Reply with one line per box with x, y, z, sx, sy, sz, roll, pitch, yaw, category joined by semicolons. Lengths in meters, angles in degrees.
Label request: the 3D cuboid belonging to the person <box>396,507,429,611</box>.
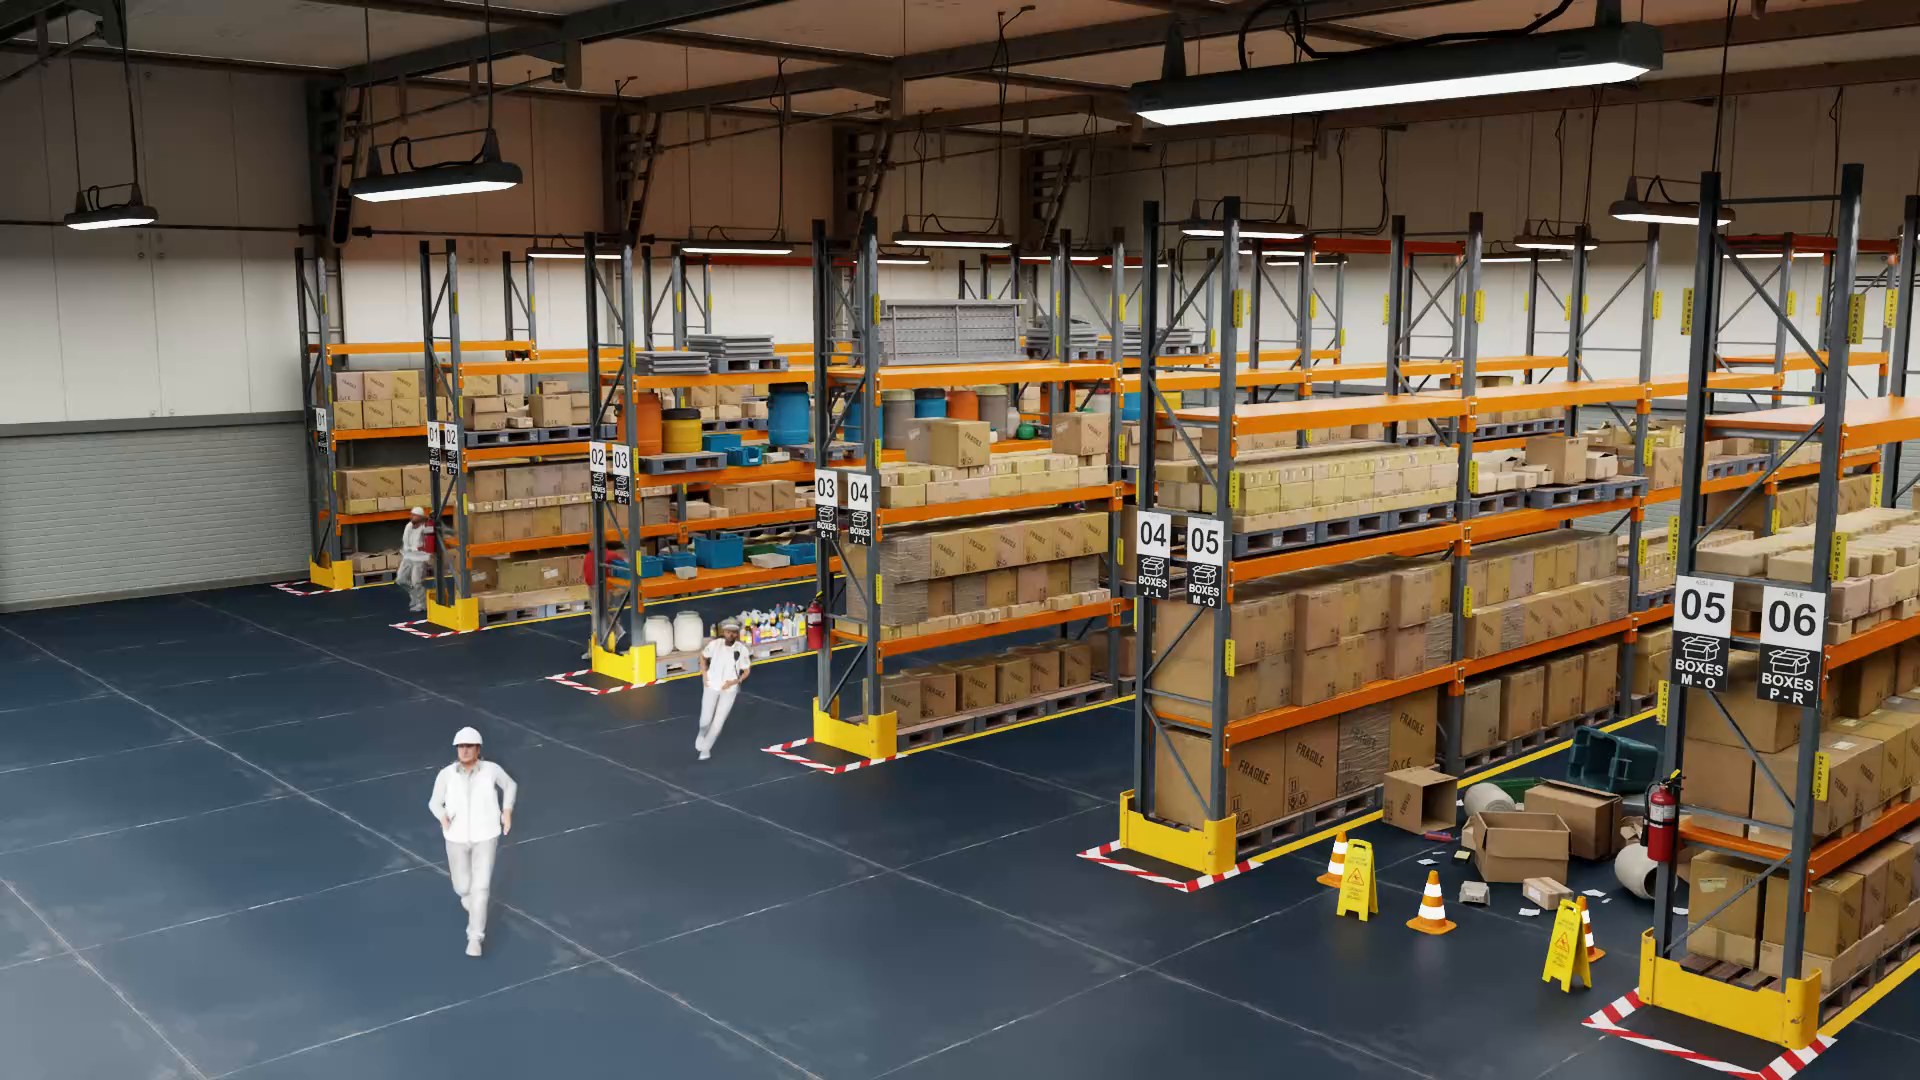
-8.886;0.328;27.191;0.637;1.747;0.551;4;9;26;person

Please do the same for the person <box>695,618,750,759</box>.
-2.669;1.652;18.590;0.647;1.611;0.547;-1;8;-4;person

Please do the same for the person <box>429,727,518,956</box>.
-3.894;2.367;13.311;0.677;1.743;0.984;-2;9;-10;person

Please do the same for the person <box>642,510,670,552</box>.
-5.756;-0.197;30.987;0.606;1.648;0.924;6;10;34;person

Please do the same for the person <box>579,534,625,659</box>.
-5.211;0.770;24.118;0.702;1.761;0.929;7;11;40;person
